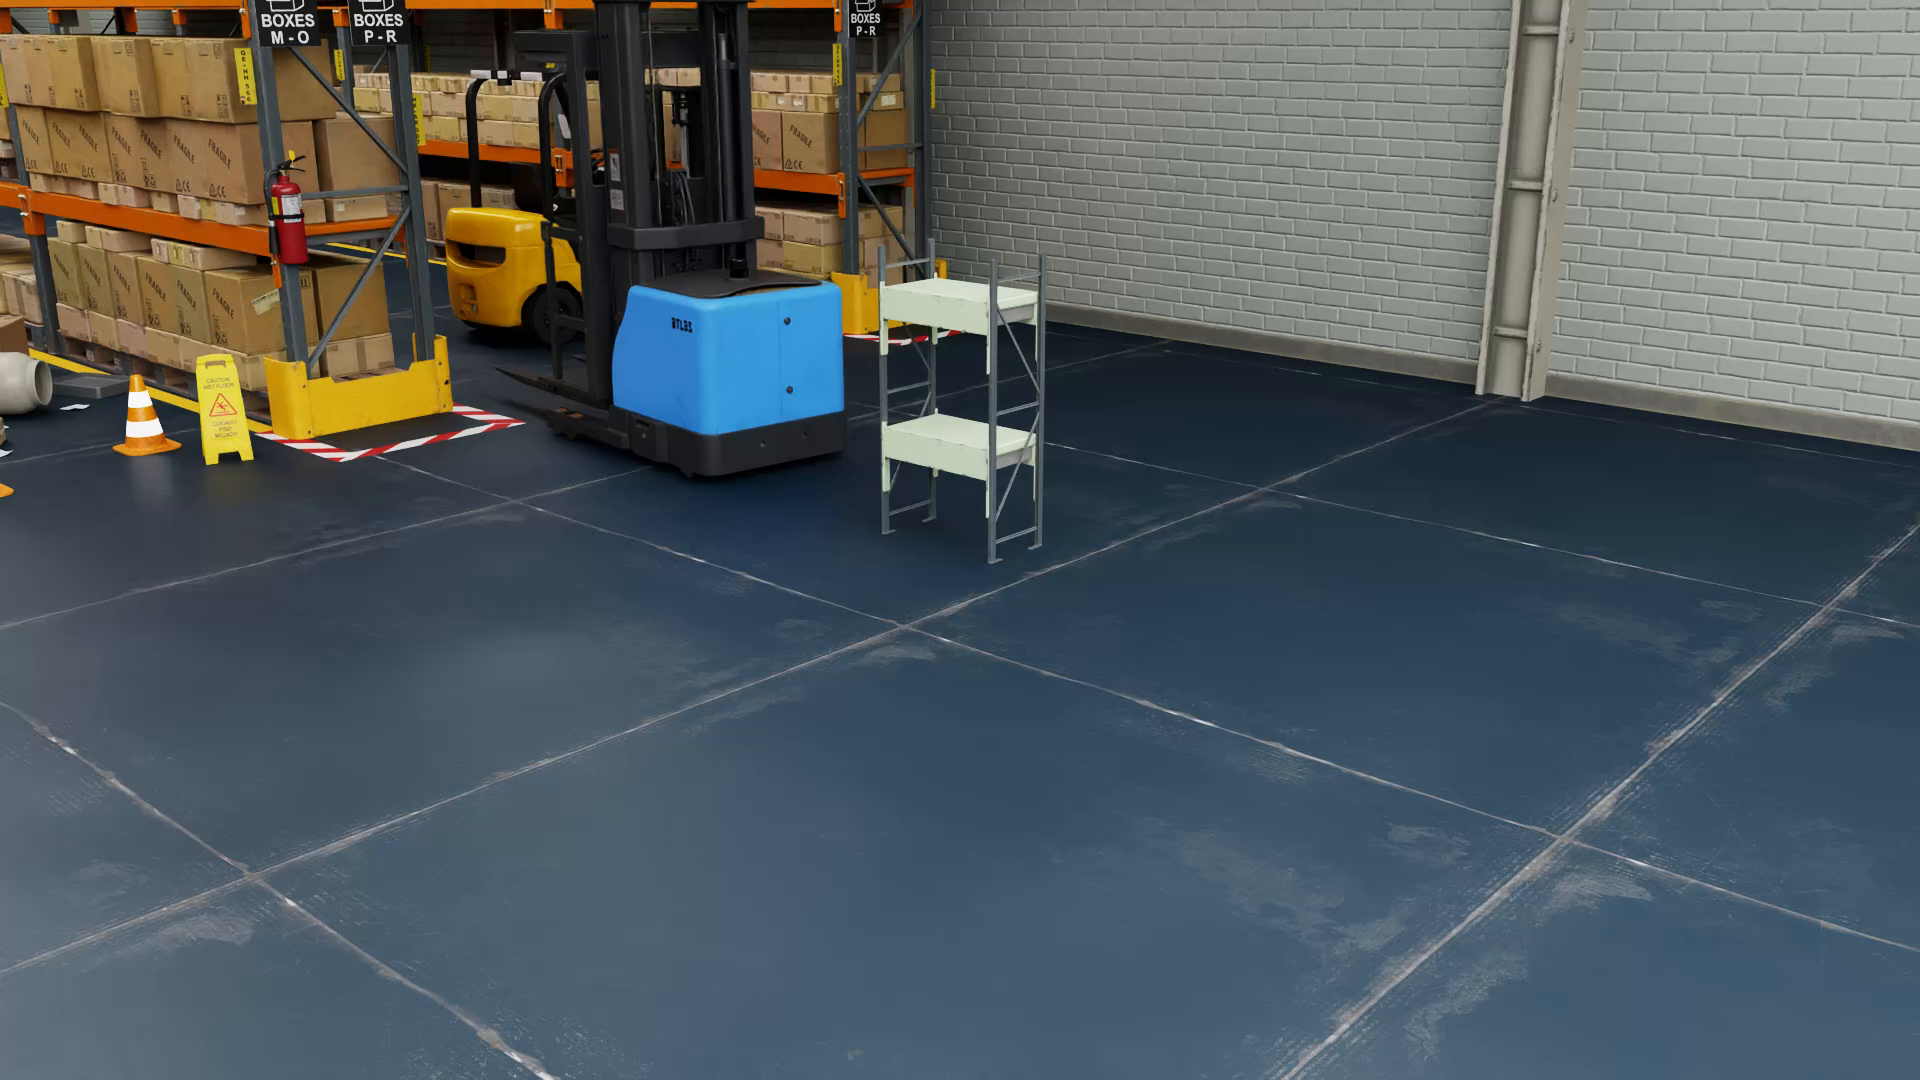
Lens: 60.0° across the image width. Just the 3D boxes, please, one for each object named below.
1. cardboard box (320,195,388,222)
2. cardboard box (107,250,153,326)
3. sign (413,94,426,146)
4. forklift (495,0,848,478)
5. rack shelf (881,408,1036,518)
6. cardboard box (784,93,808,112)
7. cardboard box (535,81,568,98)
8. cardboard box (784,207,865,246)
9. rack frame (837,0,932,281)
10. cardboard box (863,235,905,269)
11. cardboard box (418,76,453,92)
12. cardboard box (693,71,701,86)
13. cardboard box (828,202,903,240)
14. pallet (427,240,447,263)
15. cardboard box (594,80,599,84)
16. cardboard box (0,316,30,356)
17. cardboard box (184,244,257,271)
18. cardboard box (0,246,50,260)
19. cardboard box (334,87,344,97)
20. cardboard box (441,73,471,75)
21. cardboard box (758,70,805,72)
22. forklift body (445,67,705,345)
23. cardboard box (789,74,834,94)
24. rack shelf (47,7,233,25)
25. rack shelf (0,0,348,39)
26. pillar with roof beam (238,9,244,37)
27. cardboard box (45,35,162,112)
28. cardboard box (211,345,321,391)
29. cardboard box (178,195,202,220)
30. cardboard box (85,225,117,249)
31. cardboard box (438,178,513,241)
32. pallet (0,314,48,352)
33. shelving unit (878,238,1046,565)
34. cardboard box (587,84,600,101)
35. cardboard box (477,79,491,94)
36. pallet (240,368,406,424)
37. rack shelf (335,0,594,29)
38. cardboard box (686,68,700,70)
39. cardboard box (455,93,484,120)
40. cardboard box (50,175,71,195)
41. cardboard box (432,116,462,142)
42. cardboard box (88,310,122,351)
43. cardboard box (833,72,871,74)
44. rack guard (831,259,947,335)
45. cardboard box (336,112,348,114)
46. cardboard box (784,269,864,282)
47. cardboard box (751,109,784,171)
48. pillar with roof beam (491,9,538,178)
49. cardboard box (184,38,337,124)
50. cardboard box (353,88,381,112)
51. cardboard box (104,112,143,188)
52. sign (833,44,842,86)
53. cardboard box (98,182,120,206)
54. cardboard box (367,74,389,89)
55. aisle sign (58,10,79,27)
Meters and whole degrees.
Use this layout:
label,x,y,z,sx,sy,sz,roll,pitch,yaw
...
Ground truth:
label,x,y,z,sx,sy,sz,roll,pitch,yaw
cardboard box,-4.035,-2.207,11.023,0.250,0.149,0.380,15,23,39
cardboard box,-5.853,-1.873,12.167,0.500,0.500,0.500,17,24,42
sign,-3.558,-2.747,10.878,0.005,0.325,0.100,15,23,39
forklift,-2.035,-2.130,10.478,1.130,2.935,3.031,-15,23,-39
rack shelf,0.005,-0.403,8.479,0.720,0.370,0.431,15,23,39
cardboard box,-1.282,-3.743,14.210,0.250,0.149,0.380,16,23,40
cardboard box,-4.021,-4.514,16.638,0.250,0.149,0.380,16,24,41
cardboard box,-1.177,-2.724,14.433,0.500,0.250,0.500,16,24,41
rack frame,-0.626,-3.336,14.163,0.127,3.000,1.000,15,23,39
cardboard box,-0.840,-2.605,14.886,0.500,0.250,0.500,16,23,40
cardboard box,-5.594,-4.911,17.891,0.250,0.149,0.380,16,23,40
cardboard box,-2.185,-4.165,15.048,0.250,0.149,0.380,15,23,40
cardboard box,-0.860,-2.841,14.803,0.500,0.250,0.500,15,23,38
pallet,-5.111,-3.194,18.326,1.213,0.211,1.003,15,23,39
cardboard box,-3.309,-4.478,16.034,0.250,0.149,0.380,15,23,40
cardboard box,-7.011,-1.302,11.883,0.500,0.500,0.500,-3,18,-8
cardboard box,-5.009,-1.928,11.268,0.250,0.149,0.380,16,24,41
cardboard box,-8.365,-2.350,14.708,0.625,0.372,0.950,16,24,41
cardboard box,-7.613,-5.209,19.620,0.500,0.250,0.500,14,22,37
cardboard box,-5.579,-5.153,18.651,0.250,0.149,0.380,14,23,38
cardboard box,-1.635,-4.235,15.269,0.250,0.149,0.380,14,23,38
forklift body,-3.255,-2.899,14.191,1.214,2.155,2.313,15,23,39
cardboard box,-1.239,-3.901,14.215,0.250,0.149,0.380,15,23,39
rack shelf,-11.097,-7.233,22.676,4.000,0.370,1.077,15,23,39
rack shelf,-5.414,-3.700,11.543,4.000,0.370,1.077,15,23,39
pillar with roof beam,-12.381,-7.974,18.862,0.400,9.000,9.100,15,23,39
cardboard box,-5.999,-3.329,11.833,0.500,0.500,0.700,14,23,38
cardboard box,-4.719,-1.208,11.309,0.500,0.250,0.500,15,23,39
cardboard box,-4.993,-2.246,11.144,0.250,0.149,0.380,16,23,40
cardboard box,-6.208,-2.250,12.282,0.250,0.149,0.380,16,24,41
cardboard box,-5.154,-3.617,18.282,0.625,0.625,0.875,14,22,37
pallet,-7.493,-1.842,14.066,1.213,0.211,1.003,15,23,39
shelving unit,0.005,-0.714,8.381,0.755,1.500,0.431,15,23,39
cardboard box,-3.359,-4.320,16.029,0.250,0.149,0.380,16,23,41
cardboard box,-4.813,-4.712,17.264,0.250,0.149,0.380,14,23,38
pallet,-4.559,-1.069,11.631,1.213,0.211,1.003,15,23,39
rack shelf,-5.114,-5.627,17.614,4.000,0.370,1.077,15,23,39
cardboard box,-2.402,-4.439,15.911,0.250,0.149,0.380,15,23,38
cardboard box,-4.923,-4.552,17.417,0.500,0.250,0.500,16,23,40
cardboard box,-6.664,-2.720,12.640,0.250,0.149,0.380,16,24,41
cardboard box,-5.290,-4.418,17.820,0.500,0.250,0.500,16,24,41
cardboard box,-6.241,-1.620,12.610,0.500,0.250,0.500,17,24,42
cardboard box,-0.893,-4.018,14.583,0.250,0.149,0.380,16,24,41
rack guard,-0.608,-2.139,14.526,0.348,0.500,1.175,15,23,39
cardboard box,-4.478,-2.662,11.385,0.500,0.500,0.500,16,24,41
cardboard box,-1.187,-2.248,14.588,0.500,0.250,0.500,15,23,40
cardboard box,-1.550,-3.529,14.607,0.500,0.500,0.500,16,24,41
pillar with roof beam,-7.894,-6.769,15.066,0.400,9.000,9.100,15,23,39
cardboard box,-4.445,-2.931,10.578,0.500,0.500,0.700,14,23,38
cardboard box,-6.456,-4.959,18.699,0.500,0.250,0.500,15,23,39
cardboard box,-5.617,-2.757,11.682,0.500,0.500,0.500,15,23,40
sign,-0.996,-3.880,13.574,0.005,0.325,0.100,15,23,39
cardboard box,-5.936,-2.500,11.947,0.250,0.149,0.380,15,23,40
cardboard box,-6.366,-5.115,18.532,0.250,0.149,0.380,16,23,40
aisle sign,-12.839,-7.734,23.727,0.004,0.787,0.394,15,23,39
